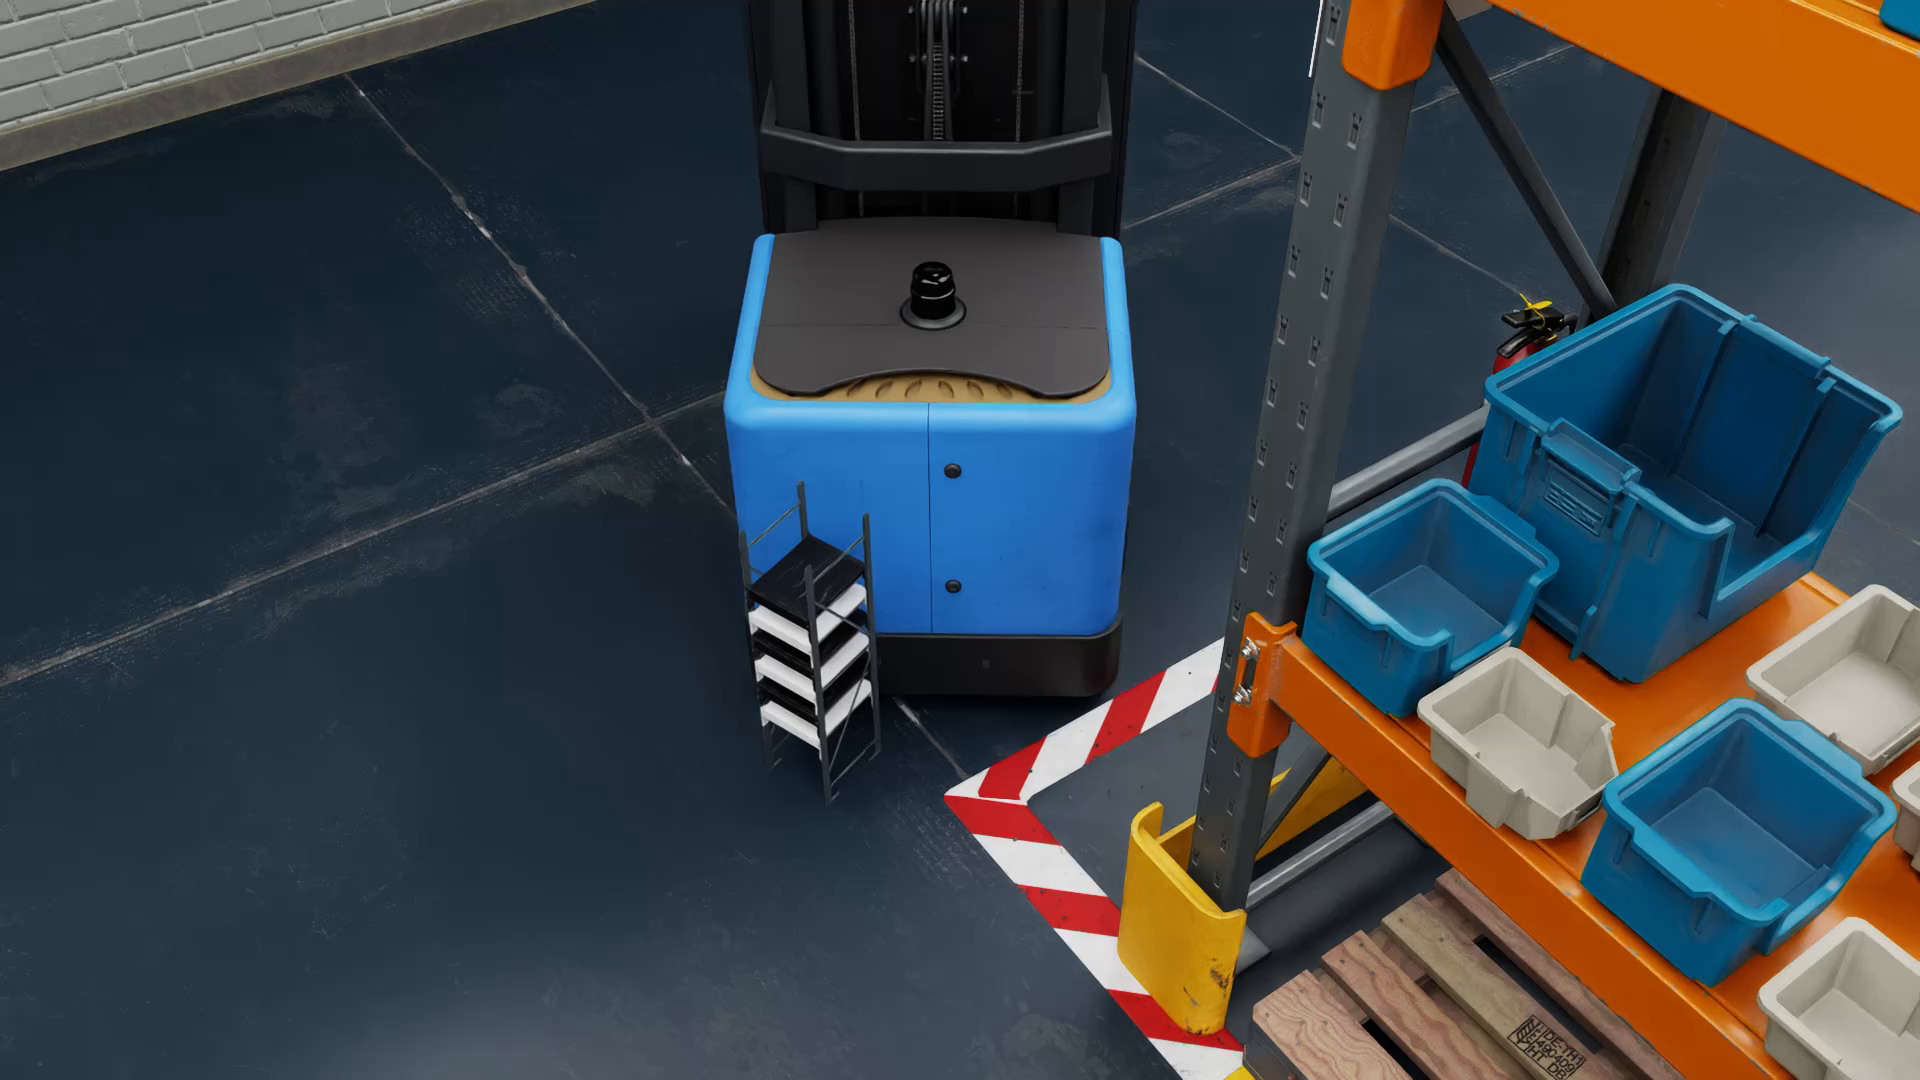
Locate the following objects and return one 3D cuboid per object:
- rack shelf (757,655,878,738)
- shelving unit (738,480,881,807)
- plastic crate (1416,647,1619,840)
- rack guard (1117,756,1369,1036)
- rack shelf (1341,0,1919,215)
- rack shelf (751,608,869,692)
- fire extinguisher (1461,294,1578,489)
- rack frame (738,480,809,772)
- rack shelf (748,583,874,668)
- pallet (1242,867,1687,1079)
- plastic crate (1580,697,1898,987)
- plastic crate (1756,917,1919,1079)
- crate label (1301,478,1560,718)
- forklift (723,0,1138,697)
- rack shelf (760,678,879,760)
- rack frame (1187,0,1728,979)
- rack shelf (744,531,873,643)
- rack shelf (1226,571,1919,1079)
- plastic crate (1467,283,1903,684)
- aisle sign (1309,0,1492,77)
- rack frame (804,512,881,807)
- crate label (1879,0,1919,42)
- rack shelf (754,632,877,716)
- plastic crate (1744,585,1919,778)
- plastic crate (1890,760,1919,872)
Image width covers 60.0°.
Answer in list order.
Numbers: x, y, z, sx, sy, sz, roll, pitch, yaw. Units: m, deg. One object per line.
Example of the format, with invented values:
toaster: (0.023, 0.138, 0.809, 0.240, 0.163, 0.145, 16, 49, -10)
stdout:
rack shelf: (-0.374, 0.375, 4.384, 0.200, 0.077, 0.258, 26, 50, 25)
shelving unit: (-0.374, 0.286, 4.299, 0.210, 0.900, 0.258, 26, 50, 25)
plastic crate: (0.957, 0.365, 2.843, 0.250, 0.136, 0.298, -26, 49, -24)
rack guard: (0.946, 0.702, 4.152, 1.175, 0.500, 0.348, -26, 49, -24)
rack shelf: (2.115, 0.115, 1.306, 1.077, 0.370, 4.000, -26, 49, -24)
rack shelf: (-0.374, 0.245, 4.259, 0.200, 0.077, 0.258, 26, 50, 25)
fire extinguisher: (1.257, -0.295, 3.713, 0.296, 0.674, 0.183, -26, 49, -24)
rack frame: (-0.457, 0.245, 4.341, 0.006, 0.900, 0.240, 26, 50, 25)
rack shelf: (-0.374, 0.180, 4.197, 0.200, 0.077, 0.258, 26, 50, 25)
pallet: (1.411, 1.298, 3.738, 1.003, 0.211, 1.213, -26, 49, -24)
plastic crate: (1.218, 0.488, 2.644, 0.416, 0.233, 0.300, -26, 49, -24)
plastic crate: (1.345, 0.749, 2.441, 0.250, 0.136, 0.298, -26, 49, -24)
crate label: (0.842, 0.115, 3.035, 0.416, 0.233, 0.303, -26, 49, -24)
forklift: (-0.050, -1.617, 4.821, 1.130, 2.935, 3.031, 1, 44, 1)
rack shelf: (-0.374, 0.440, 4.446, 0.200, 0.077, 0.258, 26, 50, 25)
rack frame: (0.971, -0.193, 3.280, 1.000, 3.000, 0.127, -26, 49, -24)
rack shelf: (-0.374, 0.115, 4.135, 0.200, 0.077, 0.258, 26, 50, 25)
rack shelf: (2.115, 1.200, 2.342, 1.077, 0.370, 4.000, -26, 49, -24)
plastic crate: (1.315, -0.112, 3.126, 0.616, 0.435, 0.499, -26, 49, -24)
aisle sign: (0.686, -1.057, 2.302, 0.394, 0.787, 0.004, -26, 49, -24)
rack frame: (-0.291, 0.327, 4.256, 0.006, 0.900, 0.240, 26, 50, 25)
crate label: (1.233, -0.574, 1.615, 0.408, 0.251, 0.502, -26, 49, -24)
rack shelf: (-0.374, 0.310, 4.322, 0.200, 0.077, 0.258, 26, 50, 25)
plastic crate: (1.586, 0.271, 2.942, 0.396, 0.136, 0.243, -26, 49, -24)
plastic crate: (1.740, 0.441, 2.764, 0.396, 0.136, 0.243, -26, 49, -24)
